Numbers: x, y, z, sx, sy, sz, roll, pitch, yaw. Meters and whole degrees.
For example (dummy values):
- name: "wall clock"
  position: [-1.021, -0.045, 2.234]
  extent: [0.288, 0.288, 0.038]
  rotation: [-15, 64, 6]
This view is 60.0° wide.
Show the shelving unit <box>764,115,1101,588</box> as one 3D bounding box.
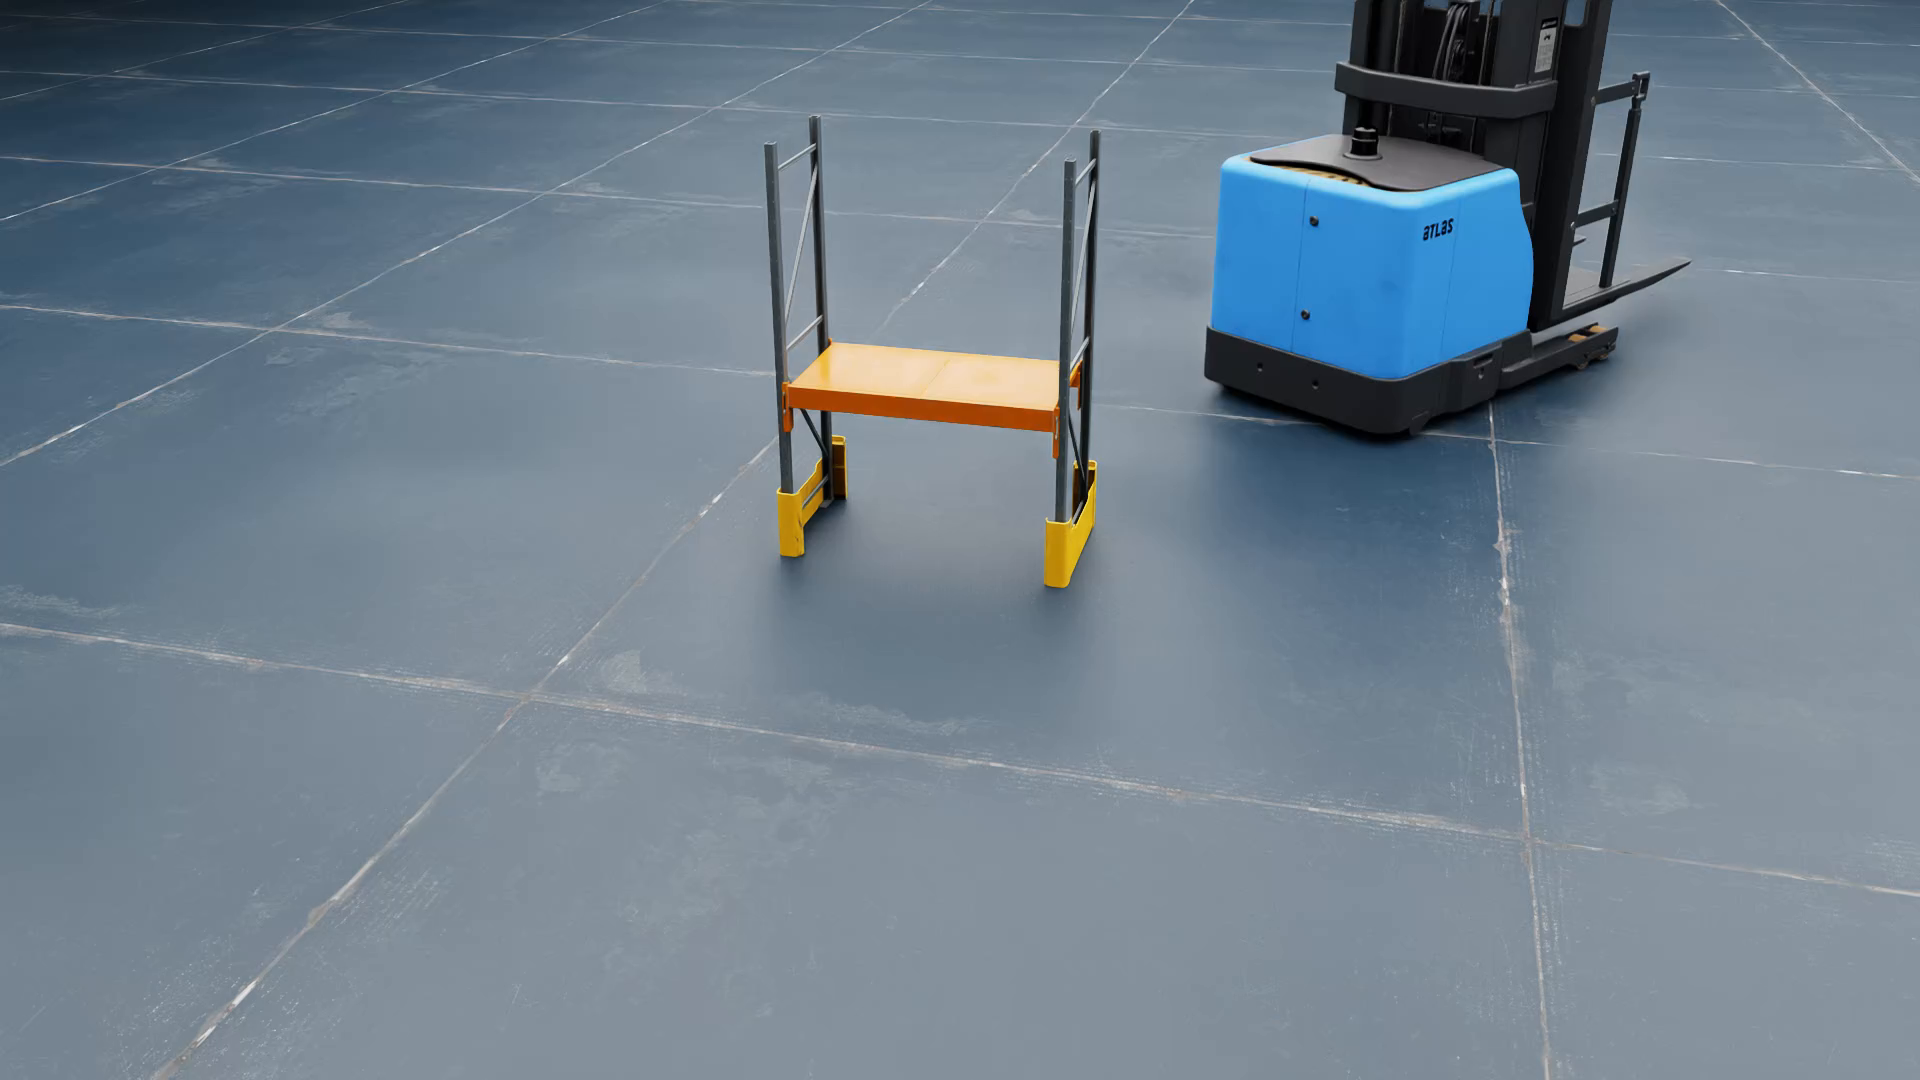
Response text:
- name: "shelving unit"
  position: [-0.074, -0.685, 5.945]
  extent: [1.083, 1.500, 0.587]
  rotation: [6, 26, 13]

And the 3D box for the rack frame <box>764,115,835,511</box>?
- name: "rack frame"
  position: [-0.575, -0.741, 6.061]
  extent: [0.032, 1.500, 0.500]
  rotation: [6, 26, 13]

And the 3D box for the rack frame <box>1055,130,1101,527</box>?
- name: "rack frame"
  position: [0.410, -0.632, 5.832]
  extent: [0.032, 1.500, 0.500]
  rotation: [6, 26, 13]

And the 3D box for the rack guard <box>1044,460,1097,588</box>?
- name: "rack guard"
  position: [0.408, -0.068, 6.101]
  extent: [0.087, 0.250, 0.587]
  rotation: [6, 26, 13]

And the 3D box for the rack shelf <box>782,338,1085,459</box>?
- name: "rack shelf"
  position: [-0.083, -0.524, 6.024]
  extent: [1.000, 0.185, 0.538]
  rotation: [6, 26, 13]

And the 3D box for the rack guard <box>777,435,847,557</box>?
- name: "rack guard"
  position: [-0.556, -0.174, 6.325]
  extent: [0.087, 0.250, 0.587]
  rotation: [6, 26, 13]

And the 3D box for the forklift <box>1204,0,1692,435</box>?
- name: "forklift"
  position: [2.558, -2.290, 7.649]
  extent: [3.031, 2.935, 1.130]
  rotation: [-21, 33, -37]
